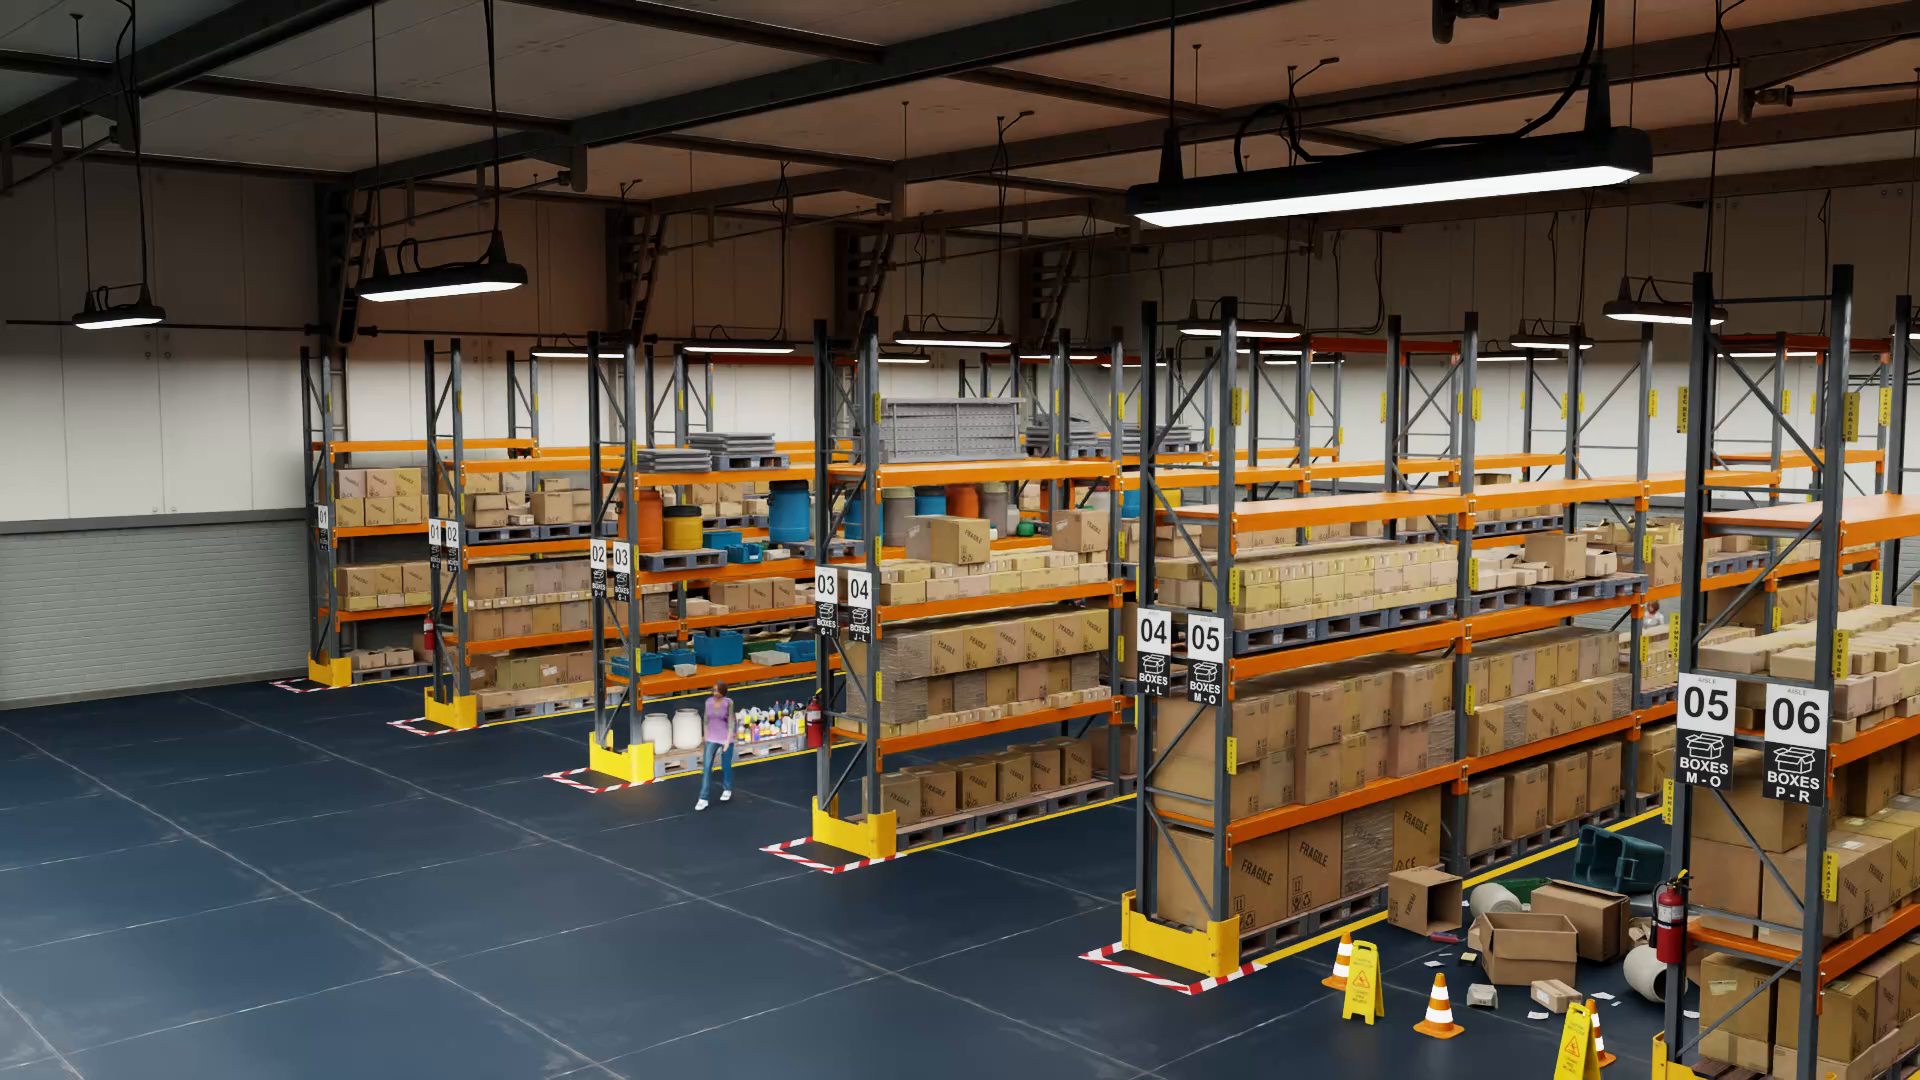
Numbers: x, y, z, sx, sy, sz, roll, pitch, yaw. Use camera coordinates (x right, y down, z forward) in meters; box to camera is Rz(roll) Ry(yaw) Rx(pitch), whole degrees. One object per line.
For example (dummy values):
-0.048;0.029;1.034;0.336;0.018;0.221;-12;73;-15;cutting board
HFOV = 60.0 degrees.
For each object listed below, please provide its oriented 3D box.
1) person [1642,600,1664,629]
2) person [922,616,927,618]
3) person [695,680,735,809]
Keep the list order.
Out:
12.181;1.805;29.309;0.994;1.536;0.479;-5;7;-44;person
-0.510;1.775;28.564;0.514;1.771;0.571;-2;5;-22;person
-3.045;2.537;20.841;0.451;1.566;0.807;0;5;2;person
